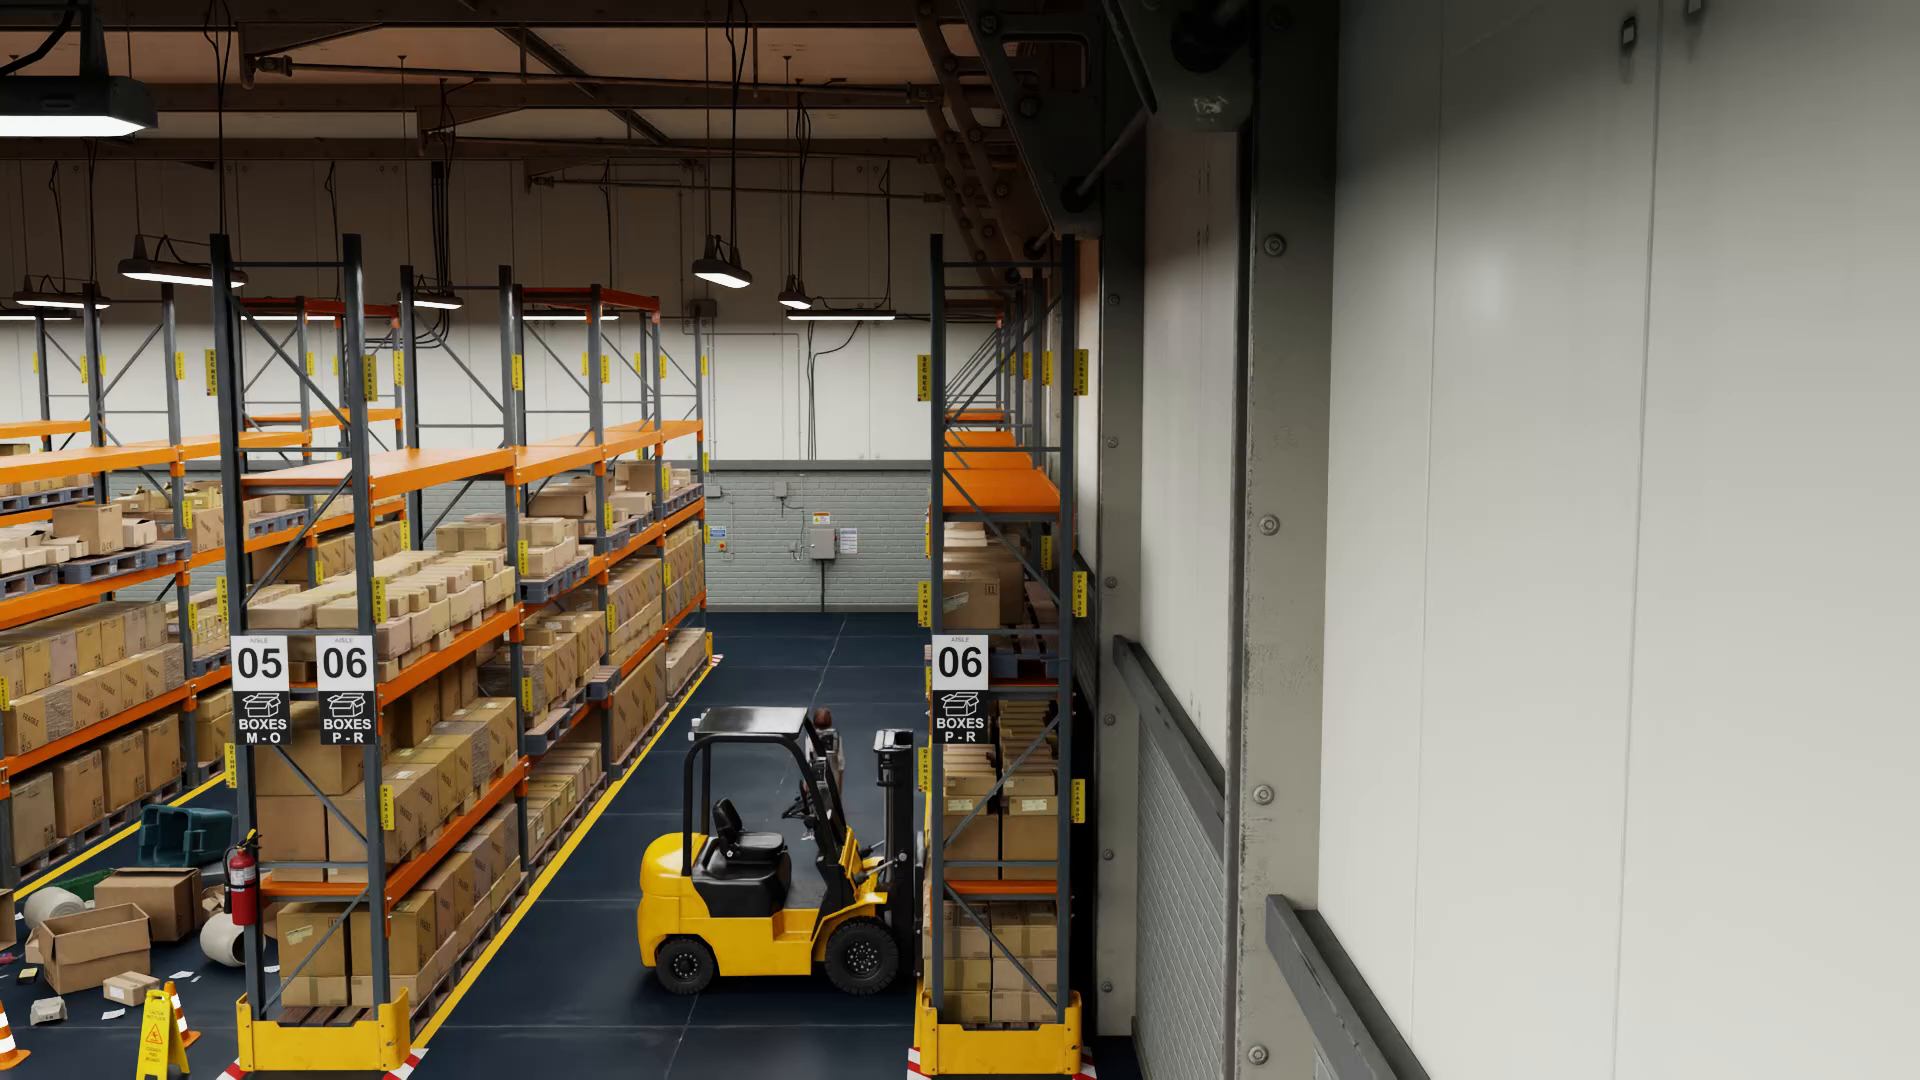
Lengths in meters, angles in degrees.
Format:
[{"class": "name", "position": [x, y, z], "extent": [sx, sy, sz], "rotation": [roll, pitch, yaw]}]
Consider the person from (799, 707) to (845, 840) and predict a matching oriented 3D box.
[{"class": "person", "position": [-1.375, 2.375, 16.698], "extent": [0.451, 1.415, 0.686], "rotation": [-2, 7, -15]}]
